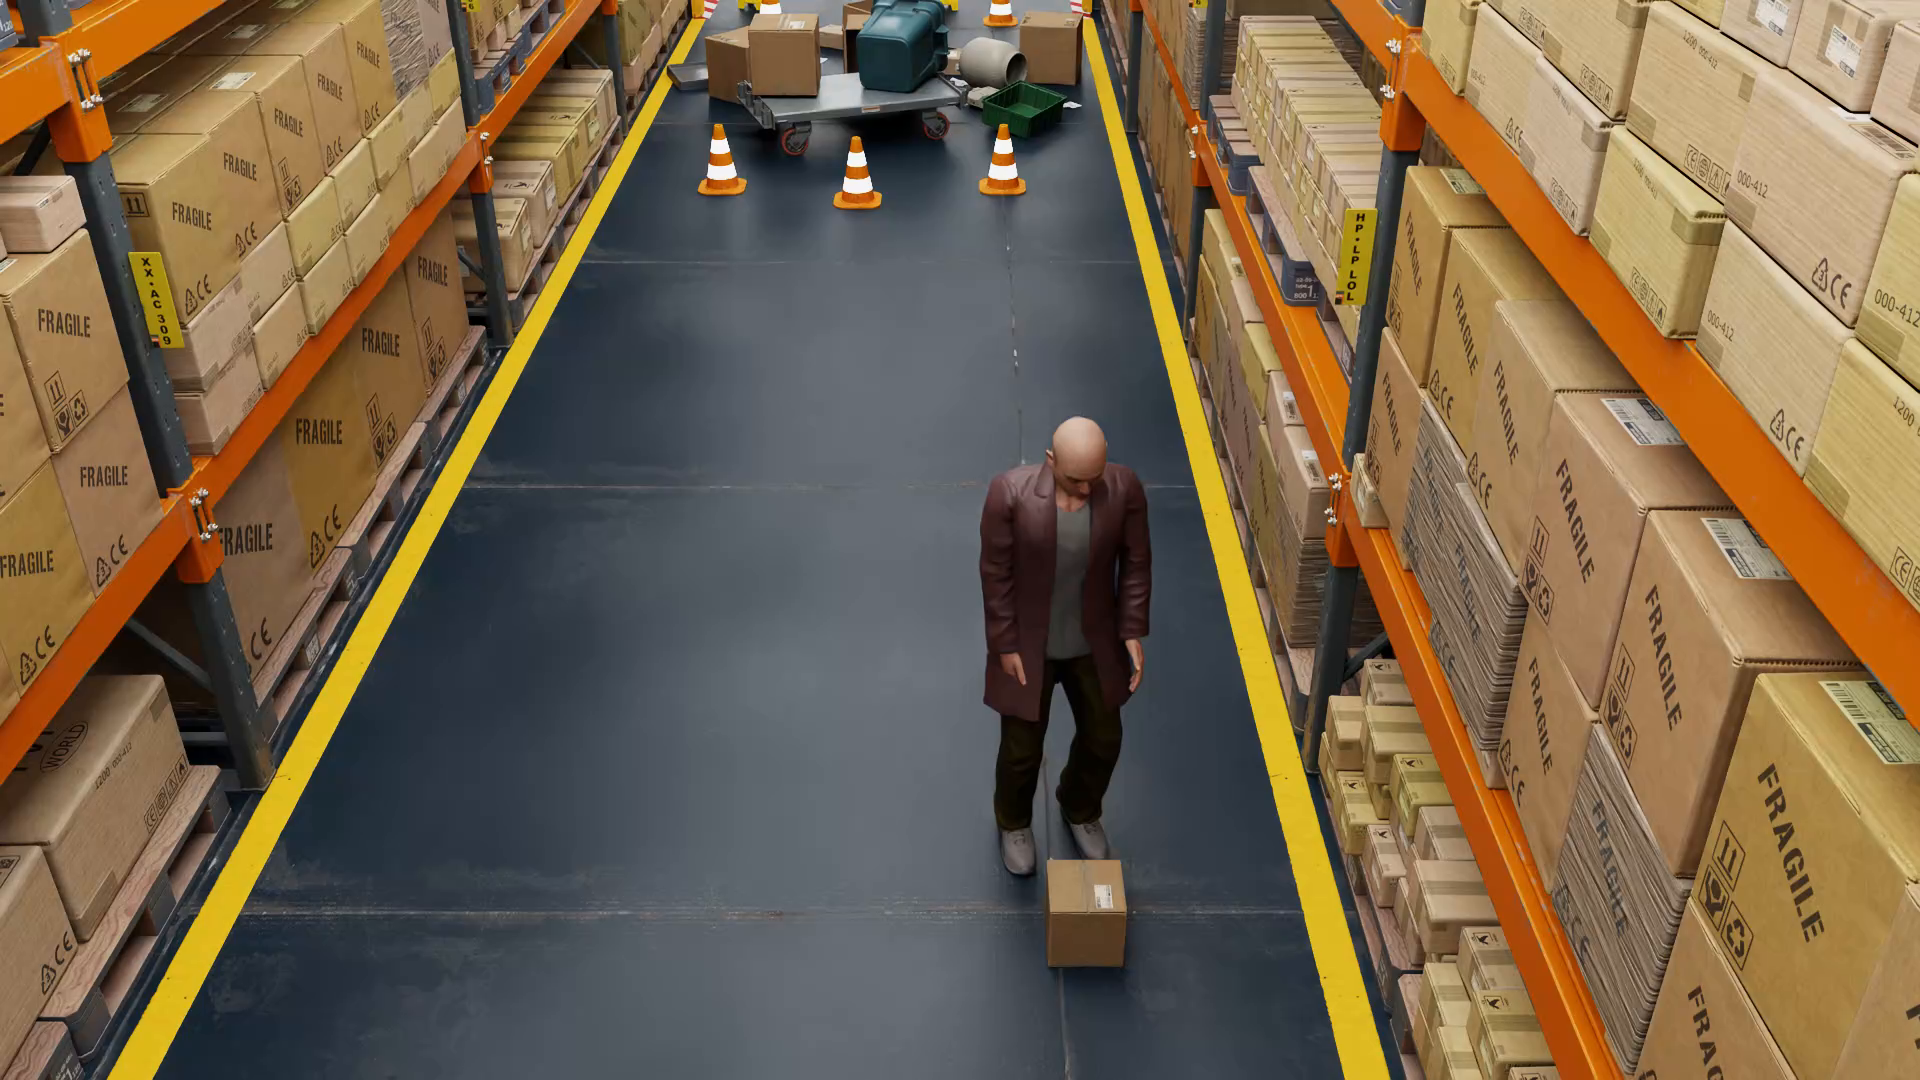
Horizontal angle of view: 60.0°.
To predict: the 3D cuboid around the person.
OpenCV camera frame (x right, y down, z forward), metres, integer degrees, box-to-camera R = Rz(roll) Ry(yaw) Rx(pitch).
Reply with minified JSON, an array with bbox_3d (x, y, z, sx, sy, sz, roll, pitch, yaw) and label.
[{"bbox_3d":[0.355,0.345,5.620,0.583,1.745,0.402,-5,31,-8],"label":"person"}]
